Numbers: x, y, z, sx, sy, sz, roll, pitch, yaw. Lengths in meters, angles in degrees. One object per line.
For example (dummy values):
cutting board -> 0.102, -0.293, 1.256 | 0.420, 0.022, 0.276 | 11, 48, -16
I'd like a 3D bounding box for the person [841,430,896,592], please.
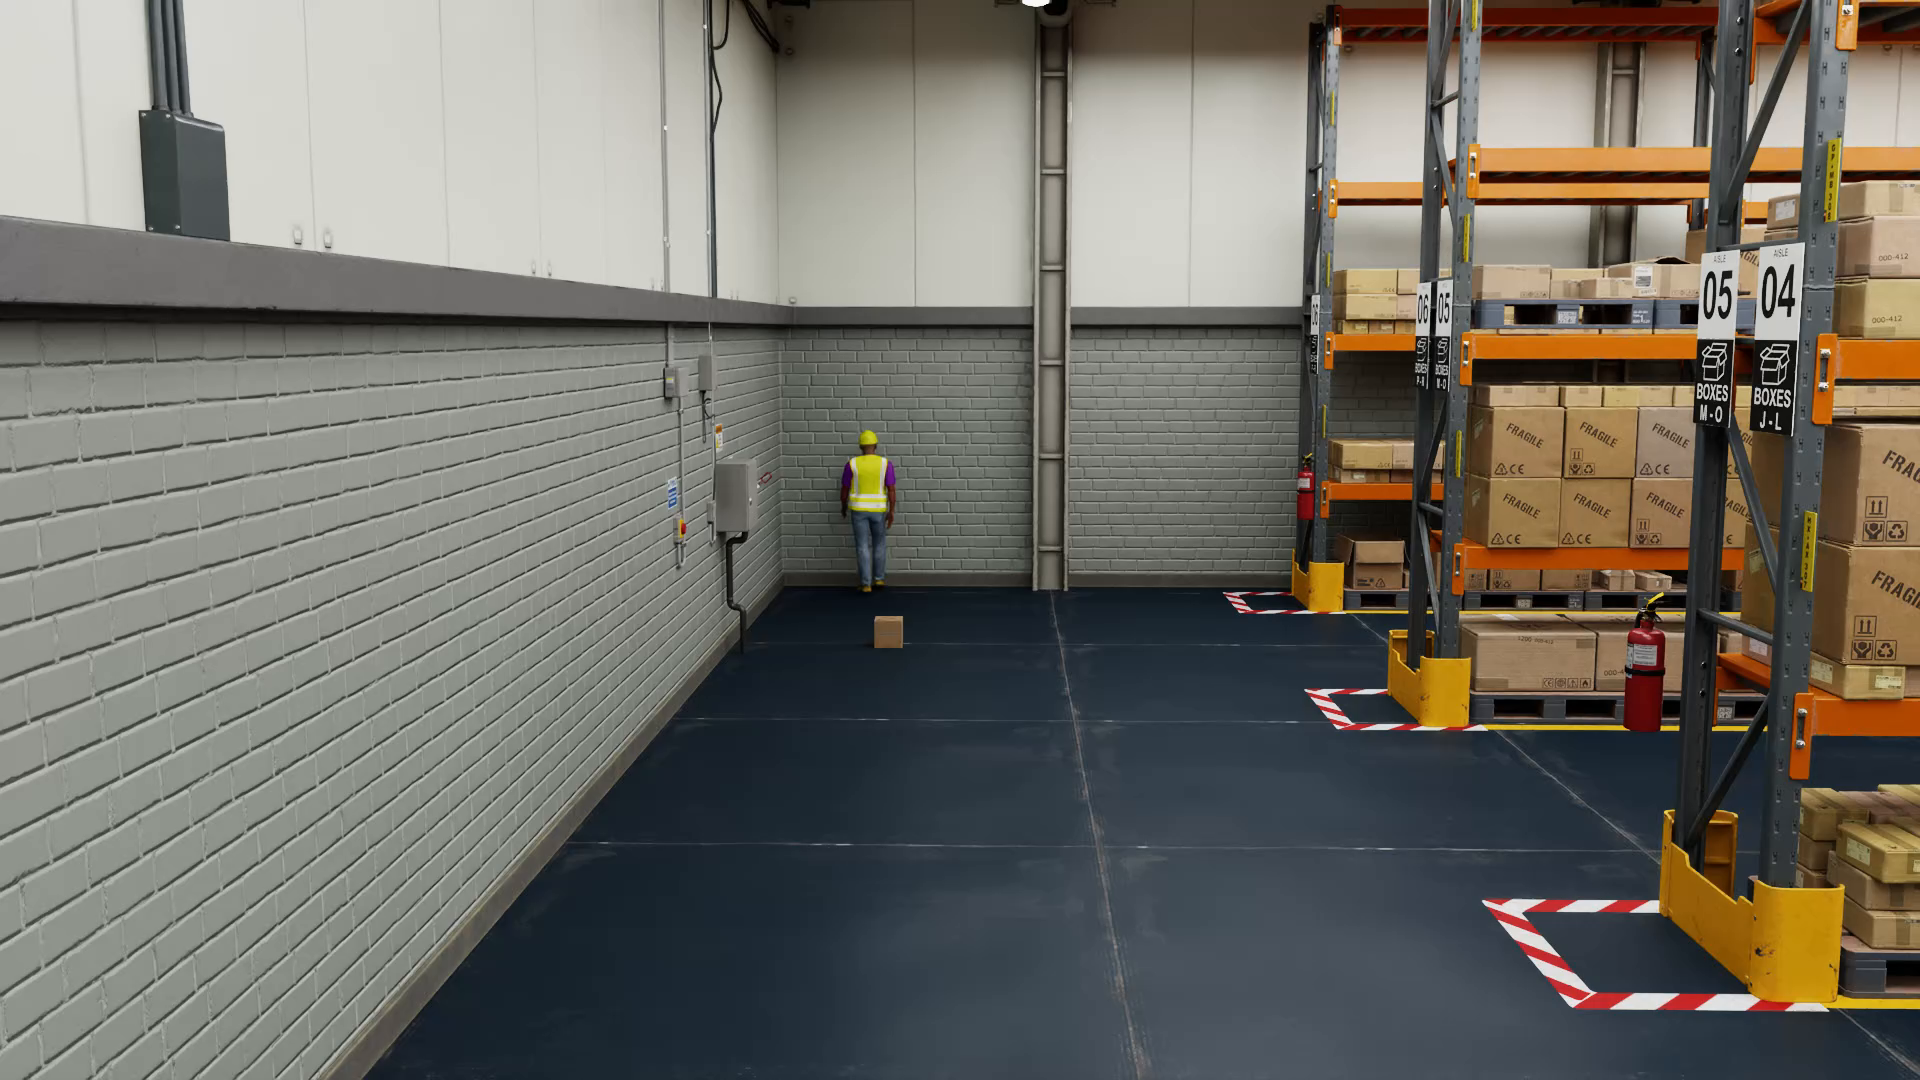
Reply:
person -> -1.019, -0.324, 18.176 | 0.578, 1.772, 0.756 | -1, 7, -10
